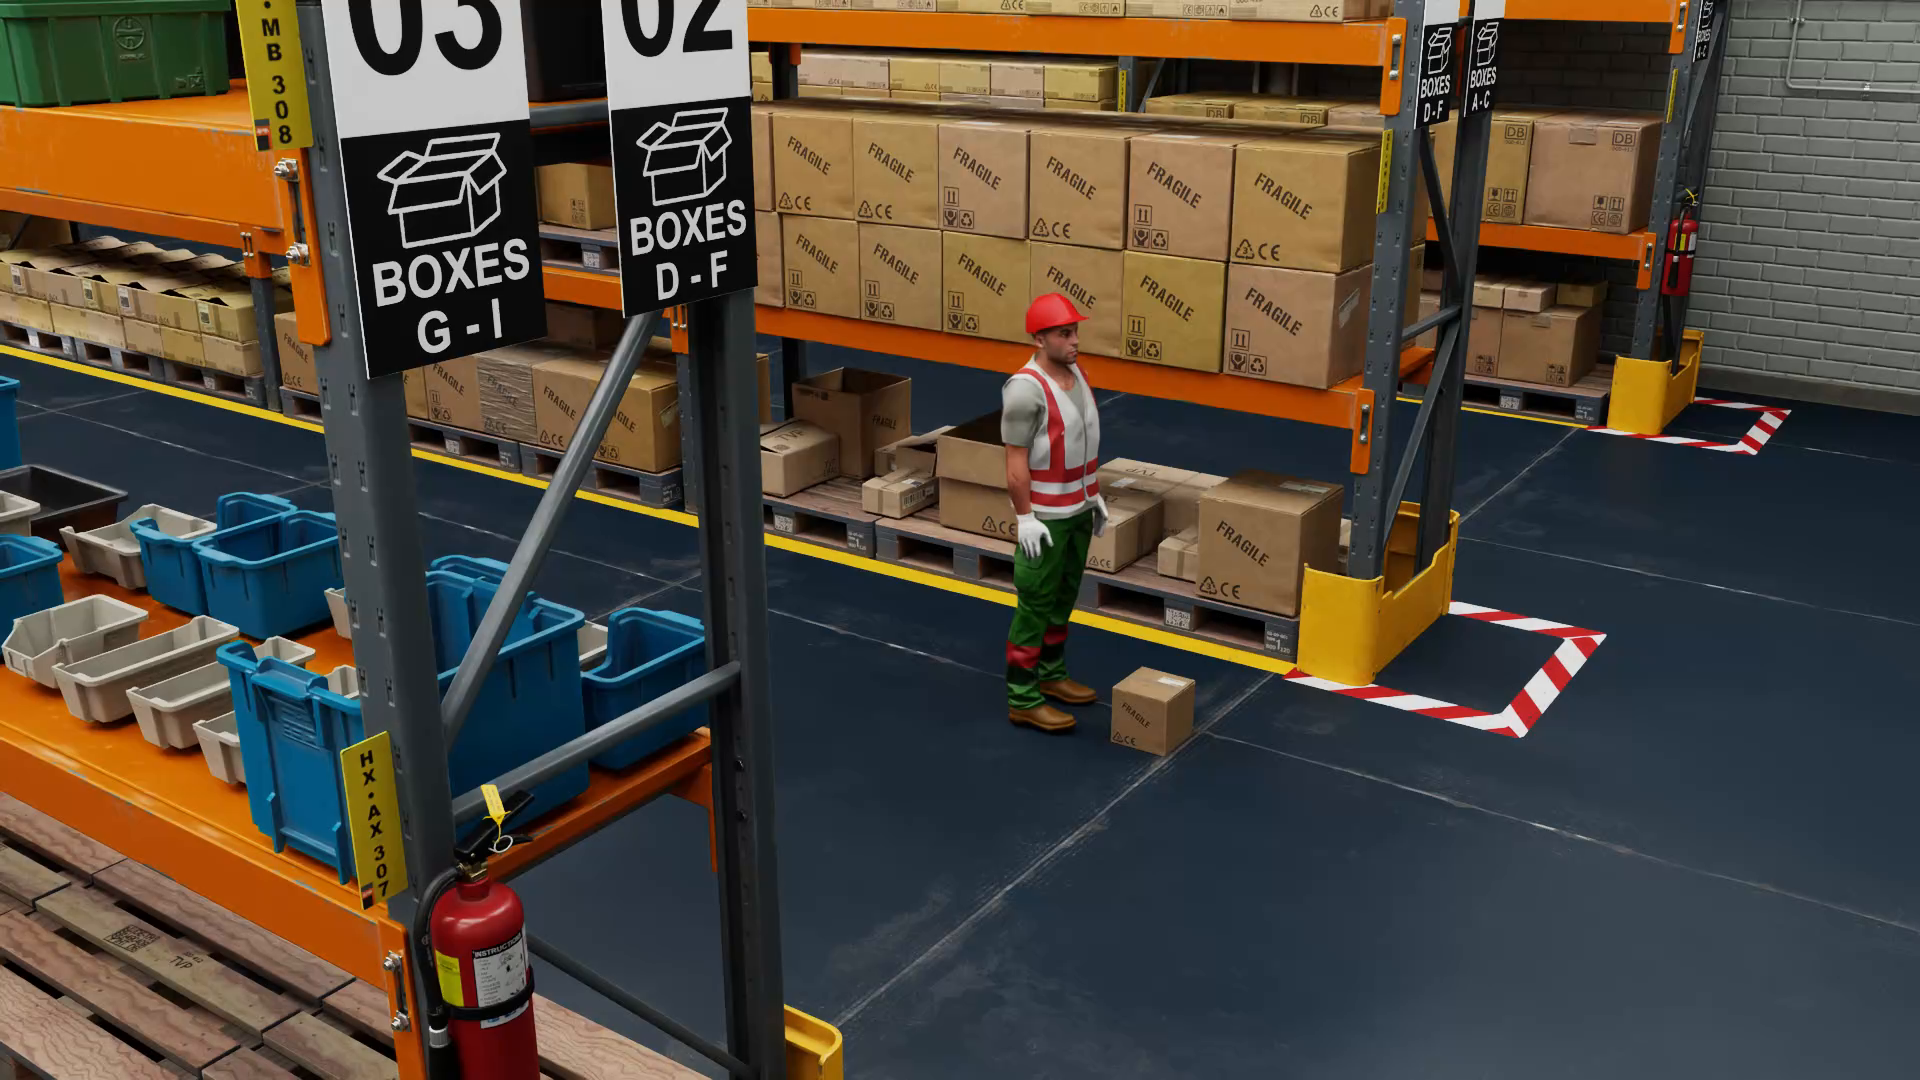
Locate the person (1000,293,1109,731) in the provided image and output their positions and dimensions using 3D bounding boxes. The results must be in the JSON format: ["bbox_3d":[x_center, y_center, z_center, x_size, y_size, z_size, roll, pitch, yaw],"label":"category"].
[{"bbox_3d":[0.407,-0.120,6.840,0.374,1.793,0.522,13,24,33],"label":"person"}]
